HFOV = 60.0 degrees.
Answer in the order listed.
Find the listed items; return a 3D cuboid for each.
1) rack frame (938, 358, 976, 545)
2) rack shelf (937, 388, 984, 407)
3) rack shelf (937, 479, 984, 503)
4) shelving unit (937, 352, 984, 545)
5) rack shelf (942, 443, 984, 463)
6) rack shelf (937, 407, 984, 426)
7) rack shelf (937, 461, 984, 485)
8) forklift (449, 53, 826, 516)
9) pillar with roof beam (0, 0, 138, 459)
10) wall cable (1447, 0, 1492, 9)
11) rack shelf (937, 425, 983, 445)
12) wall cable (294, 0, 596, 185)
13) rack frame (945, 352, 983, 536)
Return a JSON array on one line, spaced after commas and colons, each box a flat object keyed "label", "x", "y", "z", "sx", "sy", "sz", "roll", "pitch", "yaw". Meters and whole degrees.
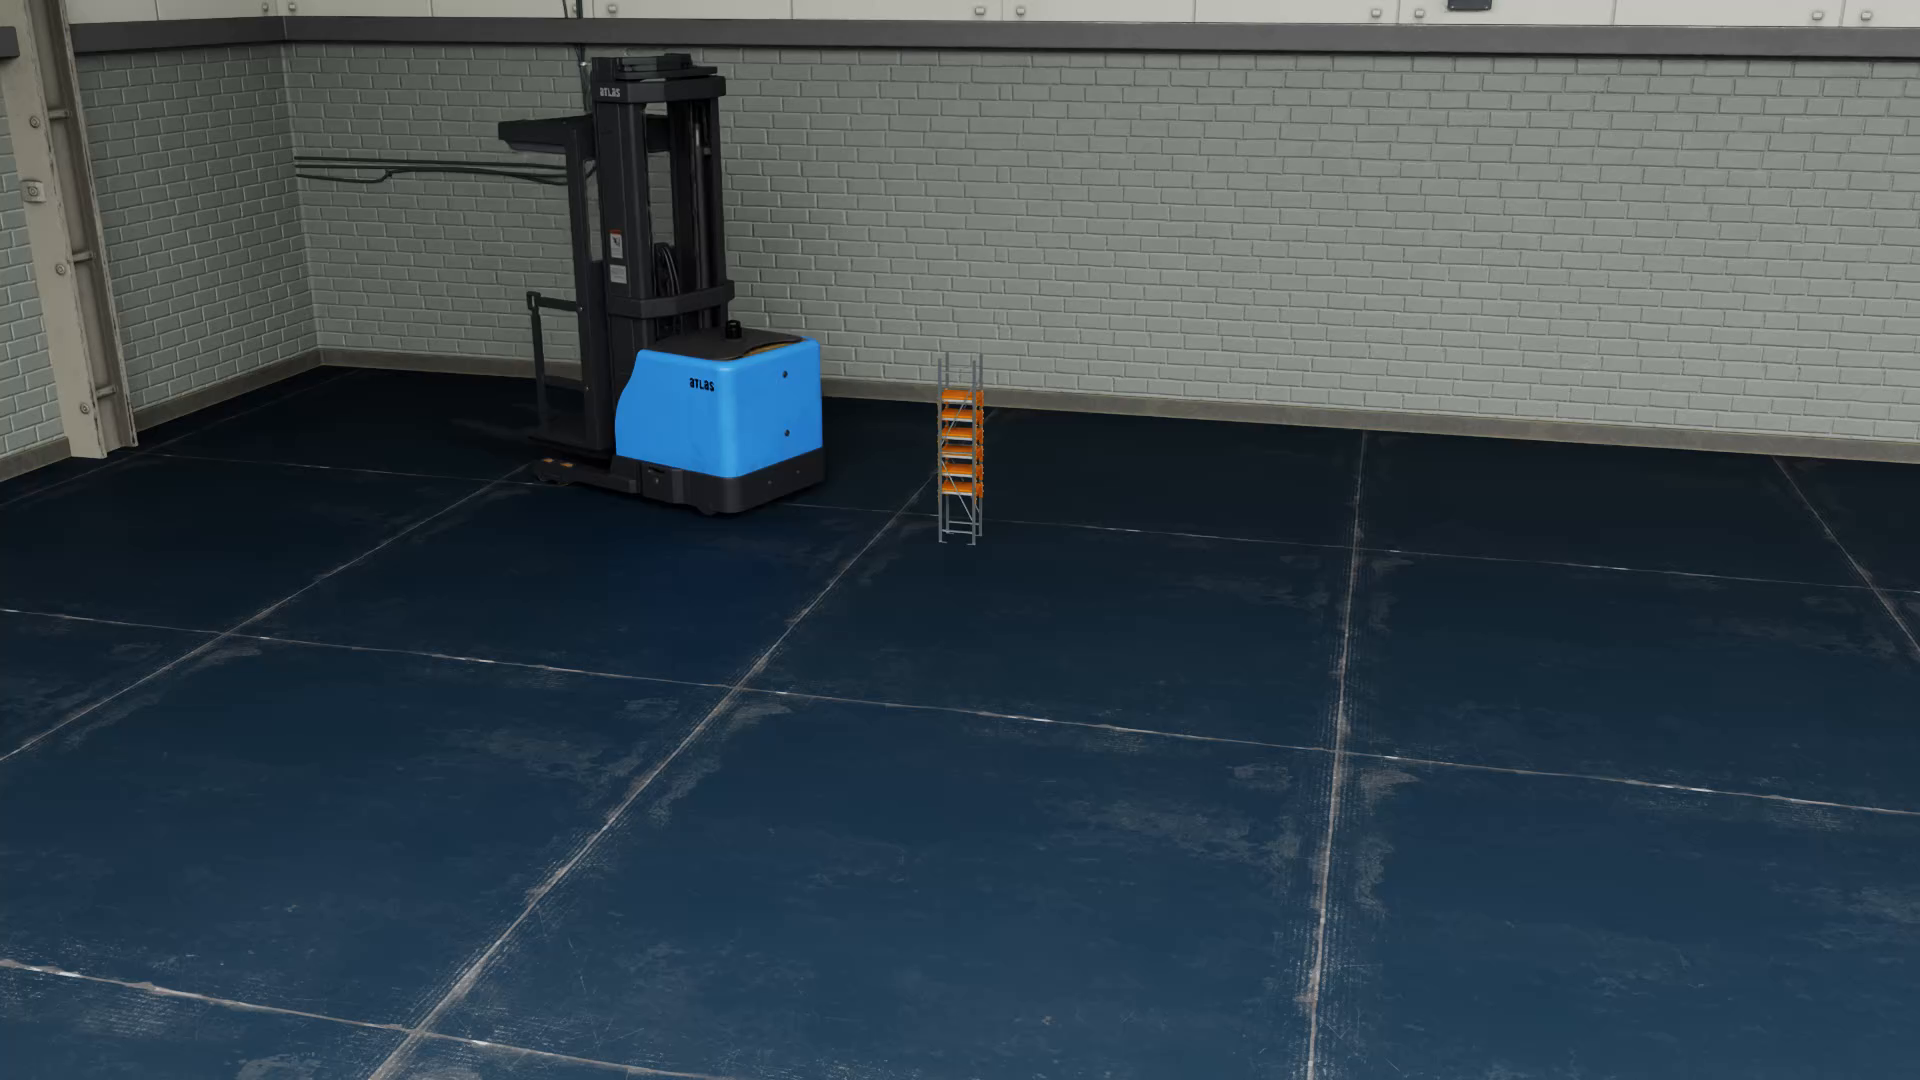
[{"label": "rack frame", "x": -0.019, "y": -0.544, "z": 10.423, "sx": 0.240, "sy": 1.200, "sz": 0.006, "roll": 5, "pitch": 19, "yaw": 13}, {"label": "rack shelf", "x": 0.004, "y": -0.871, "z": 10.405, "sx": 0.258, "sy": 0.103, "sz": 0.180, "roll": 5, "pitch": 19, "yaw": 13}, {"label": "rack shelf", "x": 0.004, "y": -0.303, "z": 10.599, "sx": 0.258, "sy": 0.103, "sz": 0.180, "roll": 5, "pitch": 19, "yaw": 13}, {"label": "shelving unit", "x": 0.004, "y": -0.572, "z": 10.507, "sx": 0.258, "sy": 1.200, "sz": 0.189, "roll": 5, "pitch": 19, "yaw": 13}, {"label": "rack shelf", "x": 0.004, "y": -0.530, "z": 10.521, "sx": 0.258, "sy": 0.103, "sz": 0.180, "roll": 5, "pitch": 19, "yaw": 13}, {"label": "rack shelf", "x": 0.004, "y": -0.757, "z": 10.444, "sx": 0.258, "sy": 0.103, "sz": 0.180, "roll": 5, "pitch": 19, "yaw": 13}, {"label": "rack shelf", "x": 0.004, "y": -0.417, "z": 10.560, "sx": 0.258, "sy": 0.103, "sz": 0.180, "roll": 5, "pitch": 19, "yaw": 13}, {"label": "forklift", "x": -2.451, "y": -1.897, "z": 11.706, "sx": 3.031, "sy": 2.935, "sz": 1.130, "roll": 12, "pitch": 22, "yaw": 32}, {"label": "pillar with roof beam", "x": -2.361, "y": -4.603, "z": 10.243, "sx": 9.100, "sy": 9.000, "sz": 0.400, "roll": 5, "pitch": 19, "yaw": 13}, {"label": "wall cable", "x": 4.668, "y": -6.617, "z": 10.877, "sx": 2.305, "sy": 6.003, "sz": 0.169, "roll": 5, "pitch": 19, "yaw": 13}, {"label": "rack shelf", "x": 0.004, "y": -0.644, "z": 10.482, "sx": 0.258, "sy": 0.103, "sz": 0.180, "roll": 5, "pitch": 19, "yaw": 13}, {"label": "wall cable", "x": -4.533, "y": -4.293, "z": 14.138, "sx": 3.097, "sy": 2.526, "sz": 0.112, "roll": 5, "pitch": 19, "yaw": 13}, {"label": "rack frame", "x": 0.026, "y": -0.601, "z": 10.591, "sx": 0.240, "sy": 1.200, "sz": 0.006, "roll": 5, "pitch": 19, "yaw": 13}]
